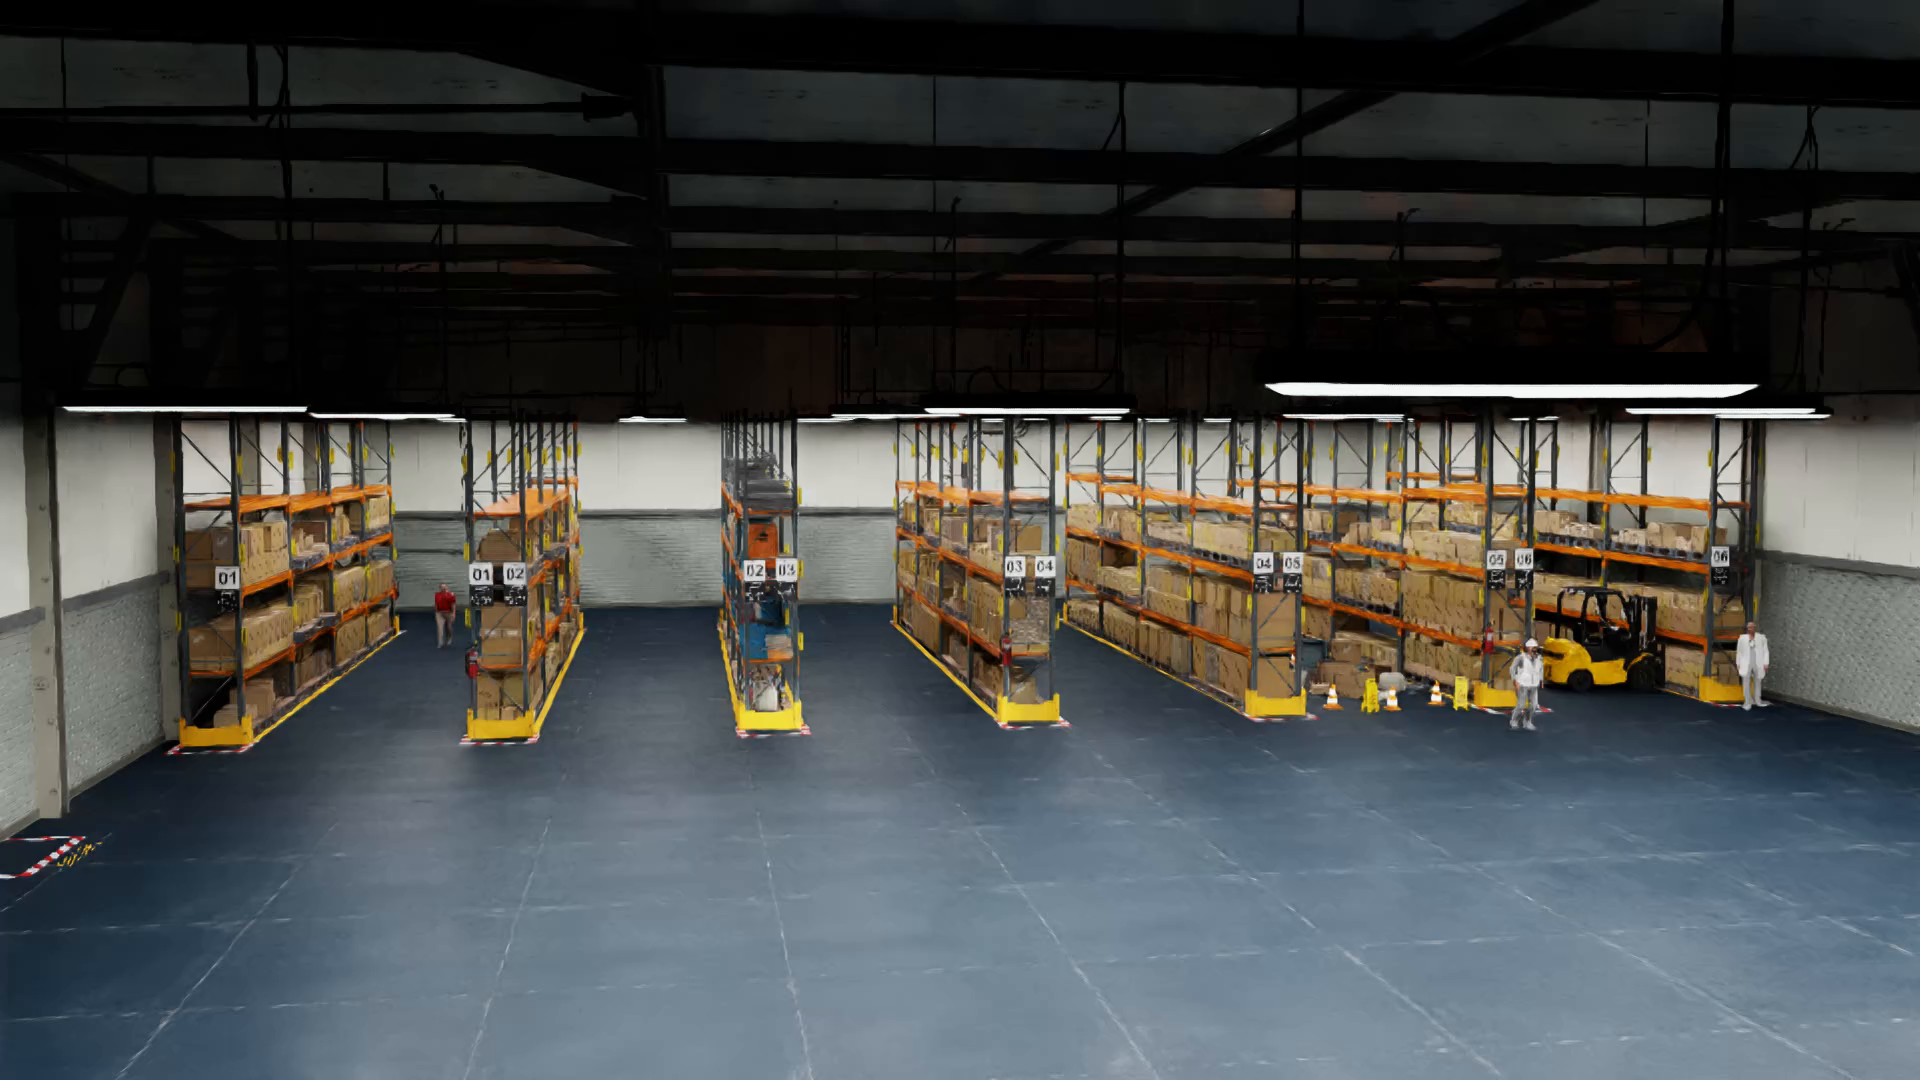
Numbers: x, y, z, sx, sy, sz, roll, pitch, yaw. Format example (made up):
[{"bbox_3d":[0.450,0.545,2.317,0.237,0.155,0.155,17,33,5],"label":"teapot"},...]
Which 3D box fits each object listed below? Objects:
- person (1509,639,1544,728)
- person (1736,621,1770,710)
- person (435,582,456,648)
[{"bbox_3d":[10.645,2.692,31.193,0.677,1.726,0.574,-1,4,-11],"label":"person"},{"bbox_3d":[15.965,2.510,33.489,0.607,1.770,0.635,2,4,24],"label":"person"},{"bbox_3d":[-13.200,1.909,42.648,0.549,1.669,1.040,-1,4,-11],"label":"person"}]
